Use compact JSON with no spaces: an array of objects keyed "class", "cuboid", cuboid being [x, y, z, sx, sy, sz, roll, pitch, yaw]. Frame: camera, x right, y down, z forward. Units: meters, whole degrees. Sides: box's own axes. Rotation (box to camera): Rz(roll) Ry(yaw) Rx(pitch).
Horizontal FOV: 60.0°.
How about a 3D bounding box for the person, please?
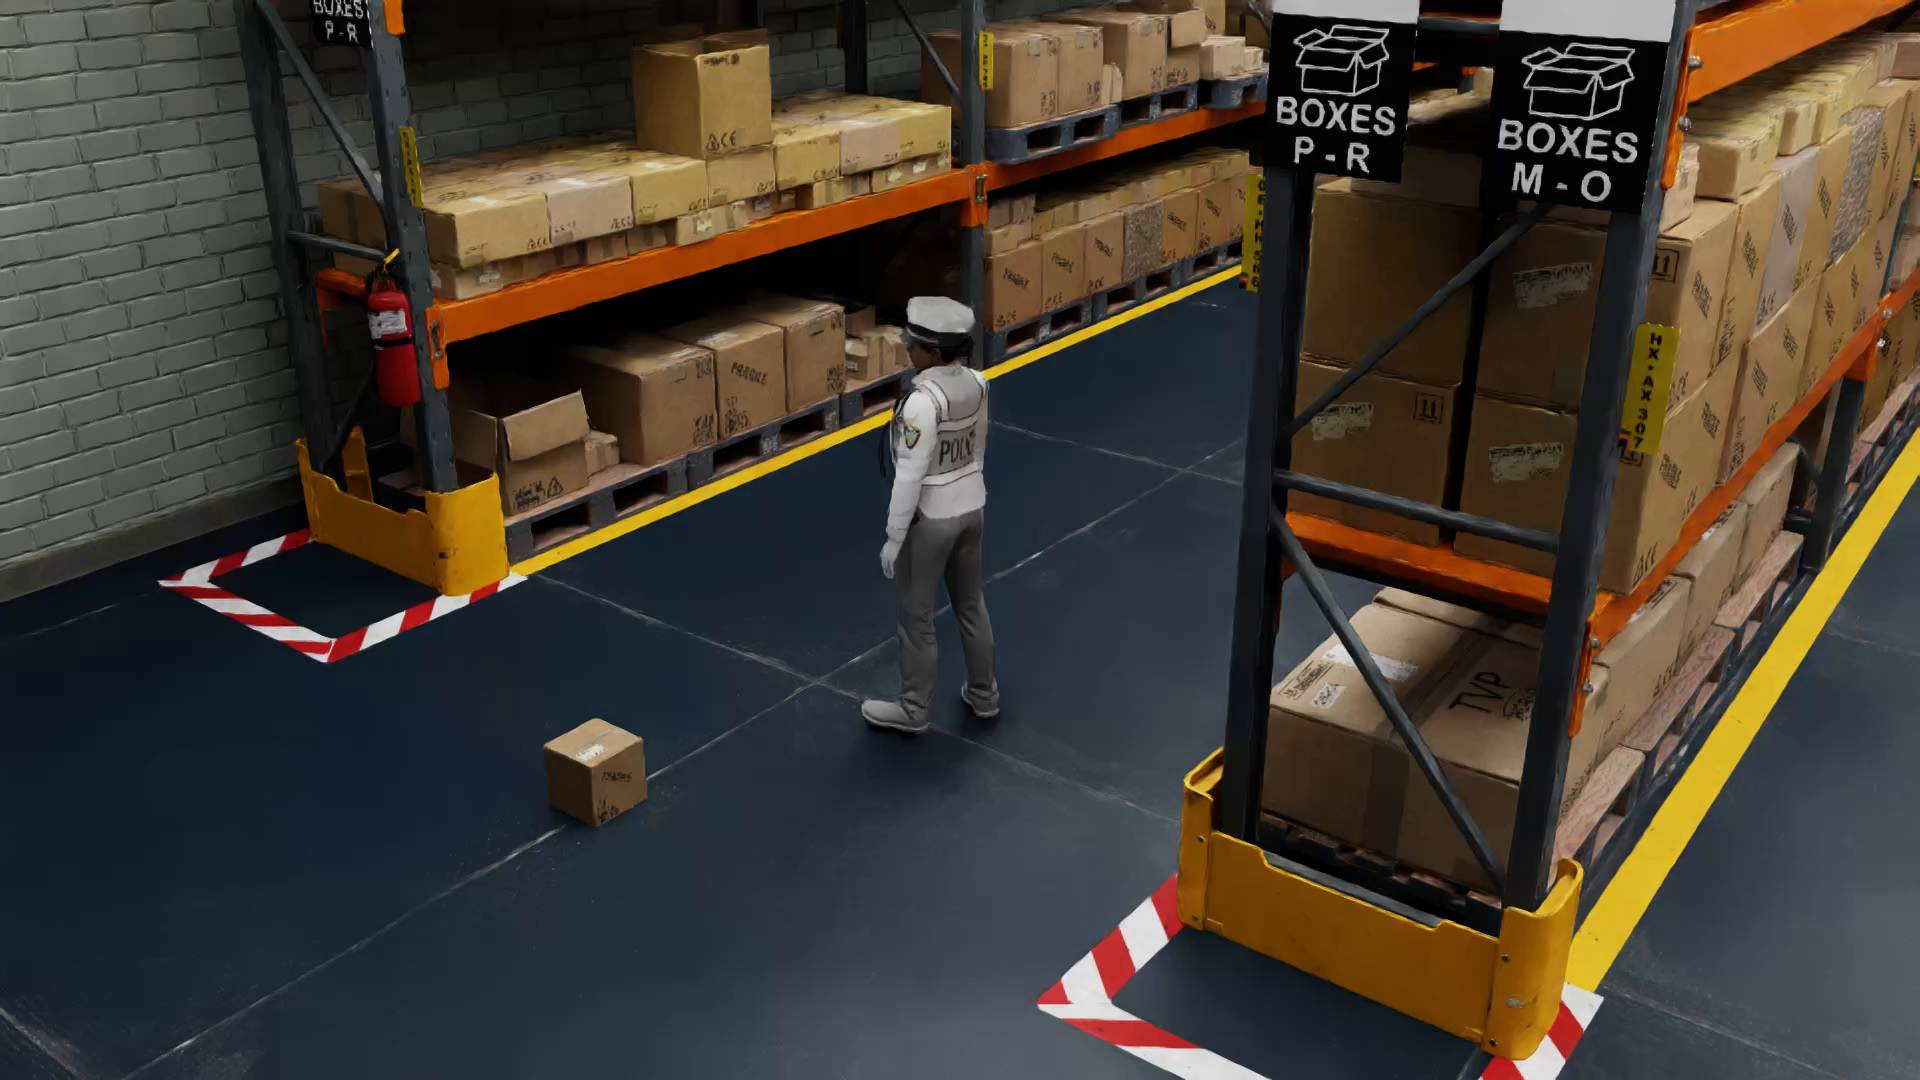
[{"class":"person","cuboid":[-0.105,-0.077,6.195,0.444,1.677,0.574,16,28,32]}]
